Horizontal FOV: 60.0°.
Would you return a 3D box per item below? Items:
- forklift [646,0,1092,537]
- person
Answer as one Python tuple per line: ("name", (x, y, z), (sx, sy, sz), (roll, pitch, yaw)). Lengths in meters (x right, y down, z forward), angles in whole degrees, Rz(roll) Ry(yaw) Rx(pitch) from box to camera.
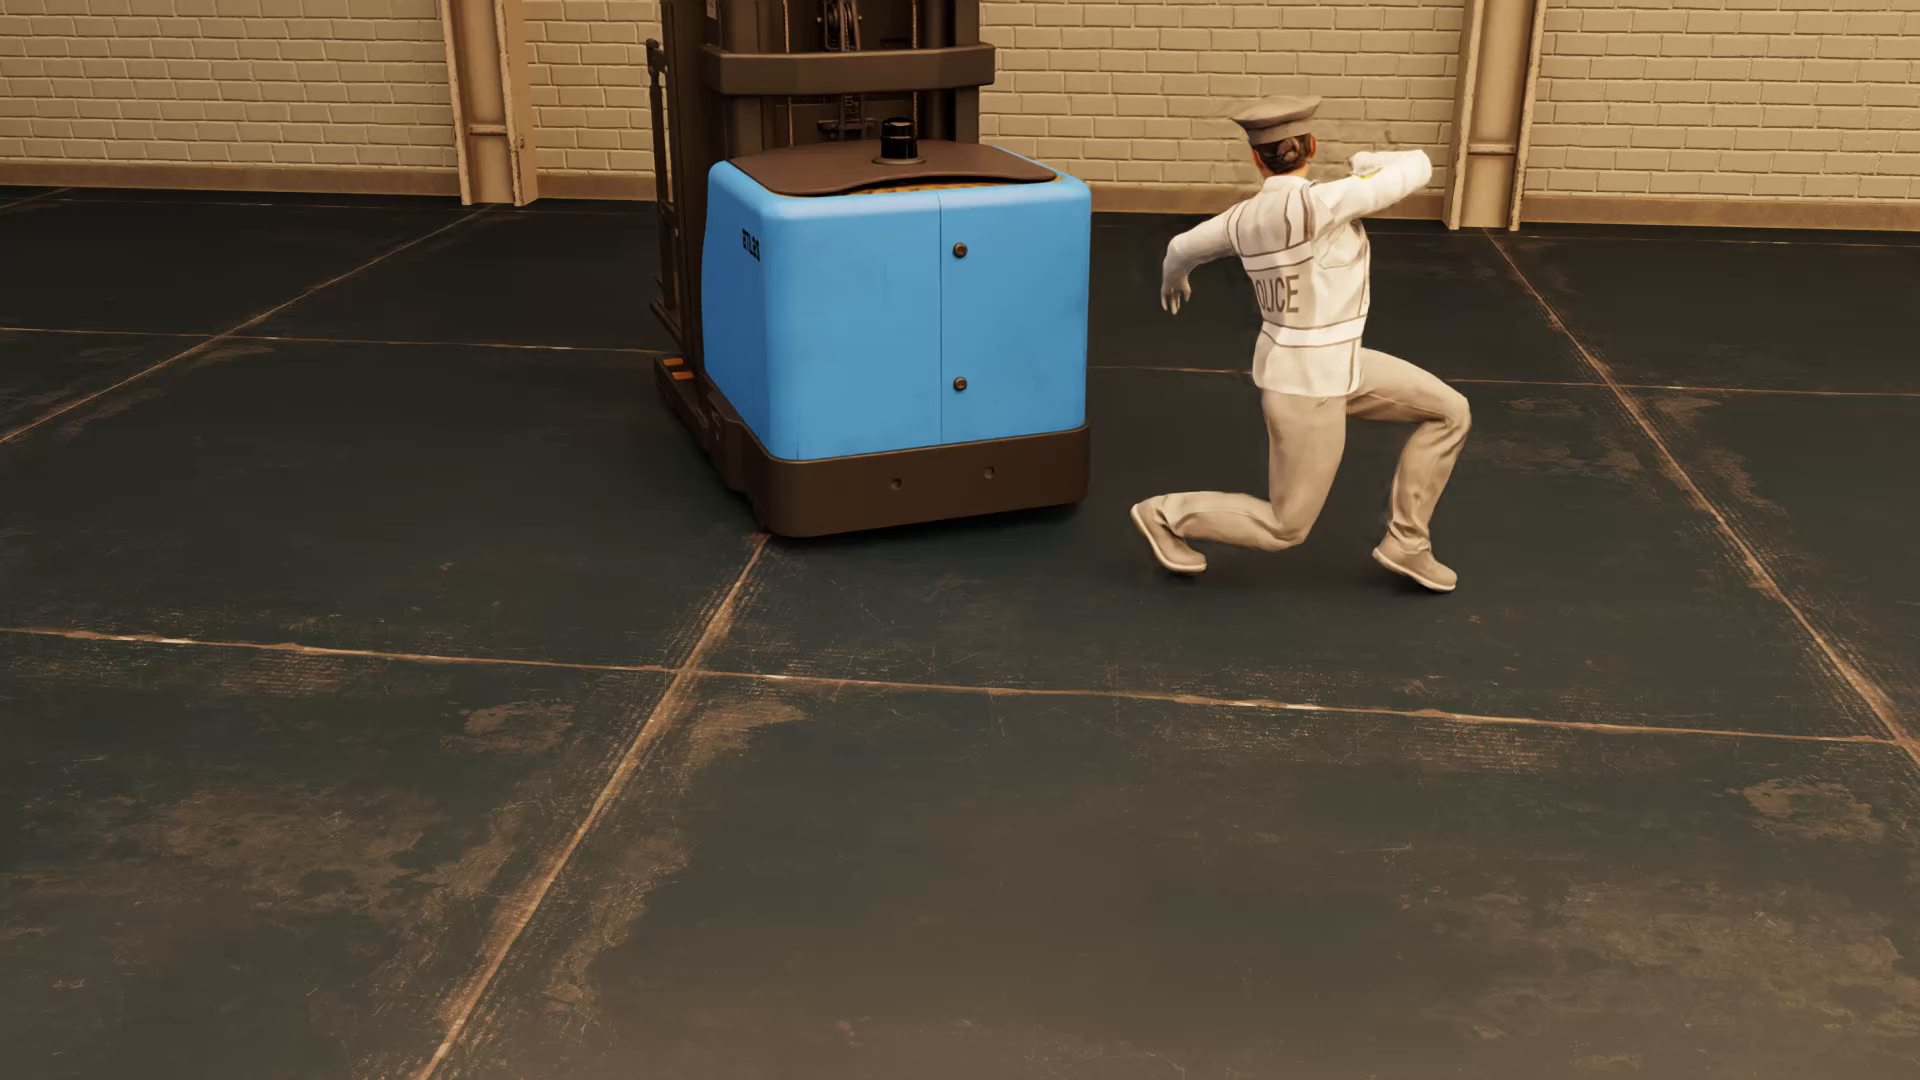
("forklift", (-0.564, -1.887, 5.940), (1.130, 2.935, 3.031), (-8, 23, -18))
("person", (0.980, -0.585, 4.783), (0.945, 1.380, 0.823), (1, 22, 3))
